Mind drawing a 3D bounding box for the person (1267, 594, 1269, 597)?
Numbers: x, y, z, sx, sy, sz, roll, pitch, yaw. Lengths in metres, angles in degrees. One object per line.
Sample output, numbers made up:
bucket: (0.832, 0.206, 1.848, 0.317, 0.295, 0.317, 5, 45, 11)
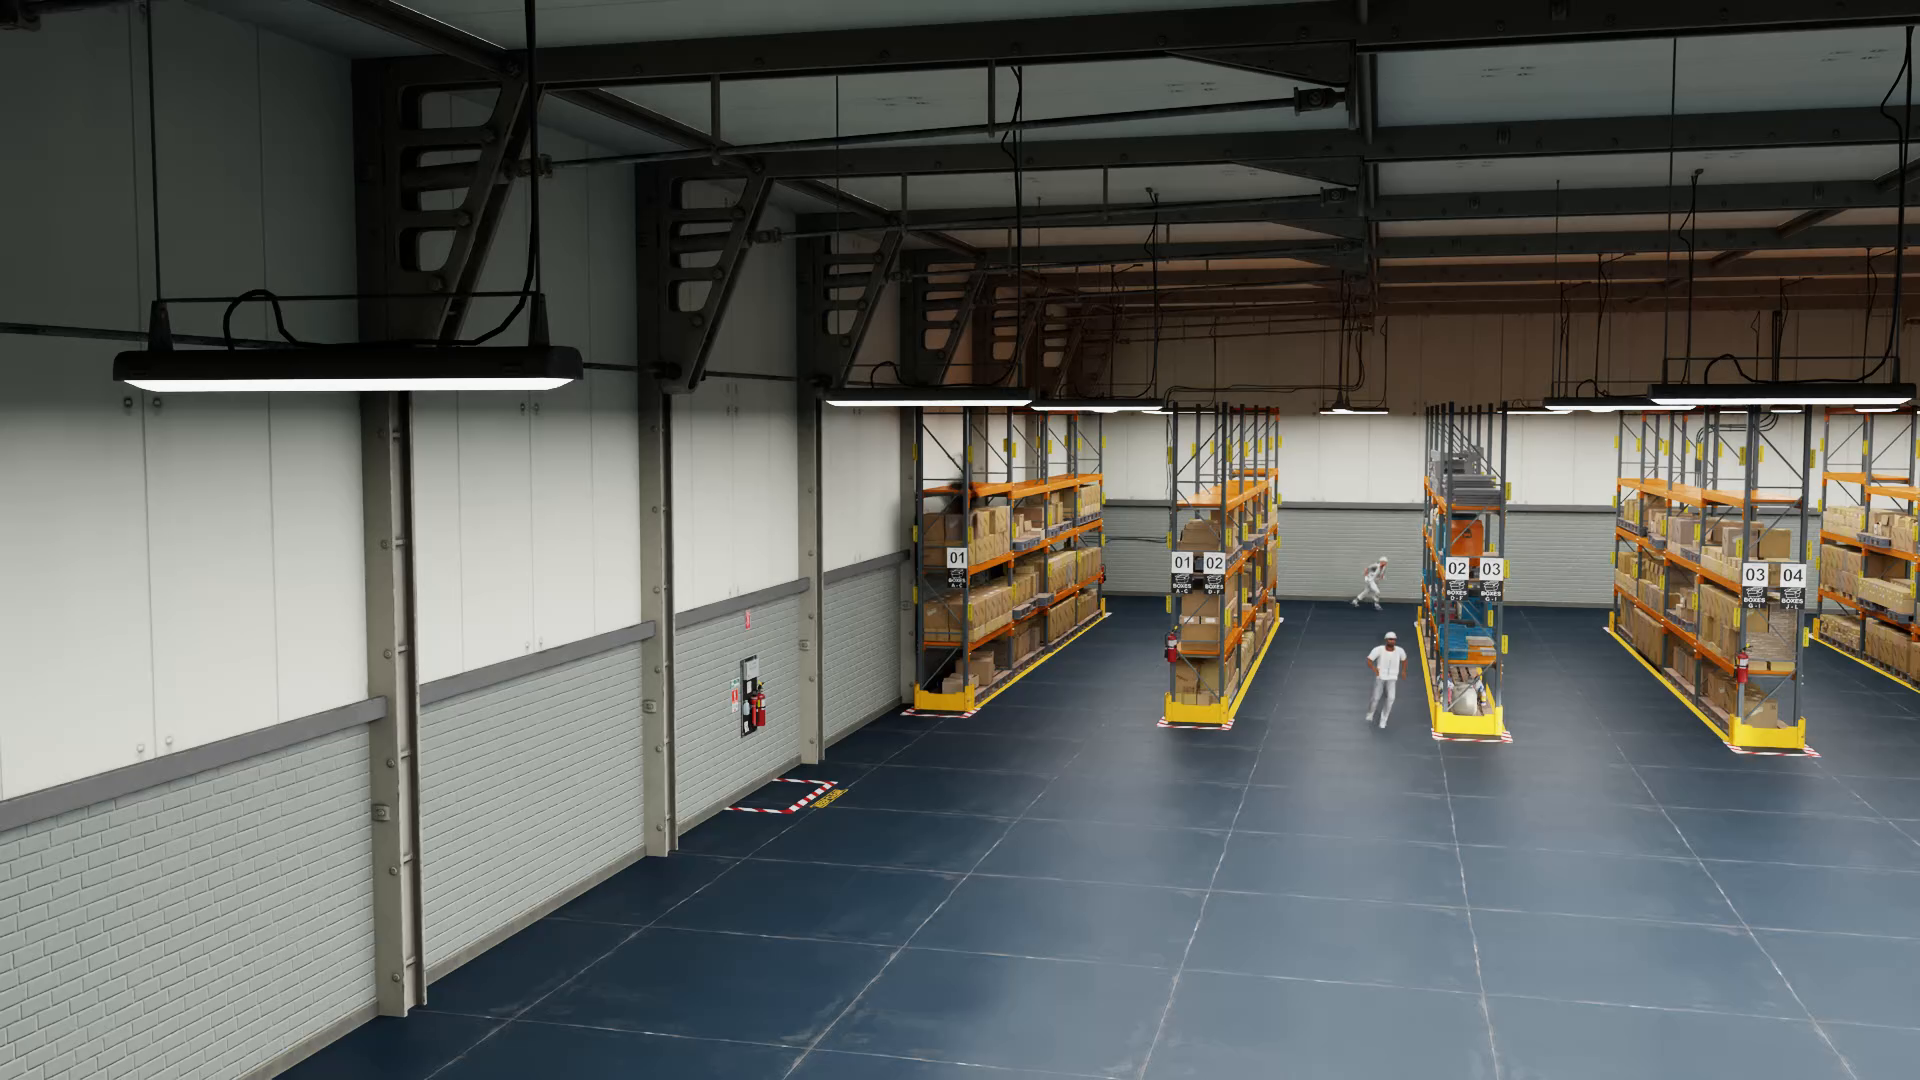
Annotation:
person: (8.907, 1.377, 48.769, 0.612, 1.501, 0.778, -2, 4, -20)

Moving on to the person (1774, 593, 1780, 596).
person: (19.887, 1.979, 40.572, 0.603, 1.447, 1.056, 2, 5, 27)

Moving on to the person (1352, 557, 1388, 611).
person: (12.225, 1.274, 49.517, 1.133, 1.600, 0.678, 4, 6, 43)

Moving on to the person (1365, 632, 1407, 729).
person: (7.924, 2.585, 30.843, 0.778, 1.783, 0.686, 0, 4, 3)
